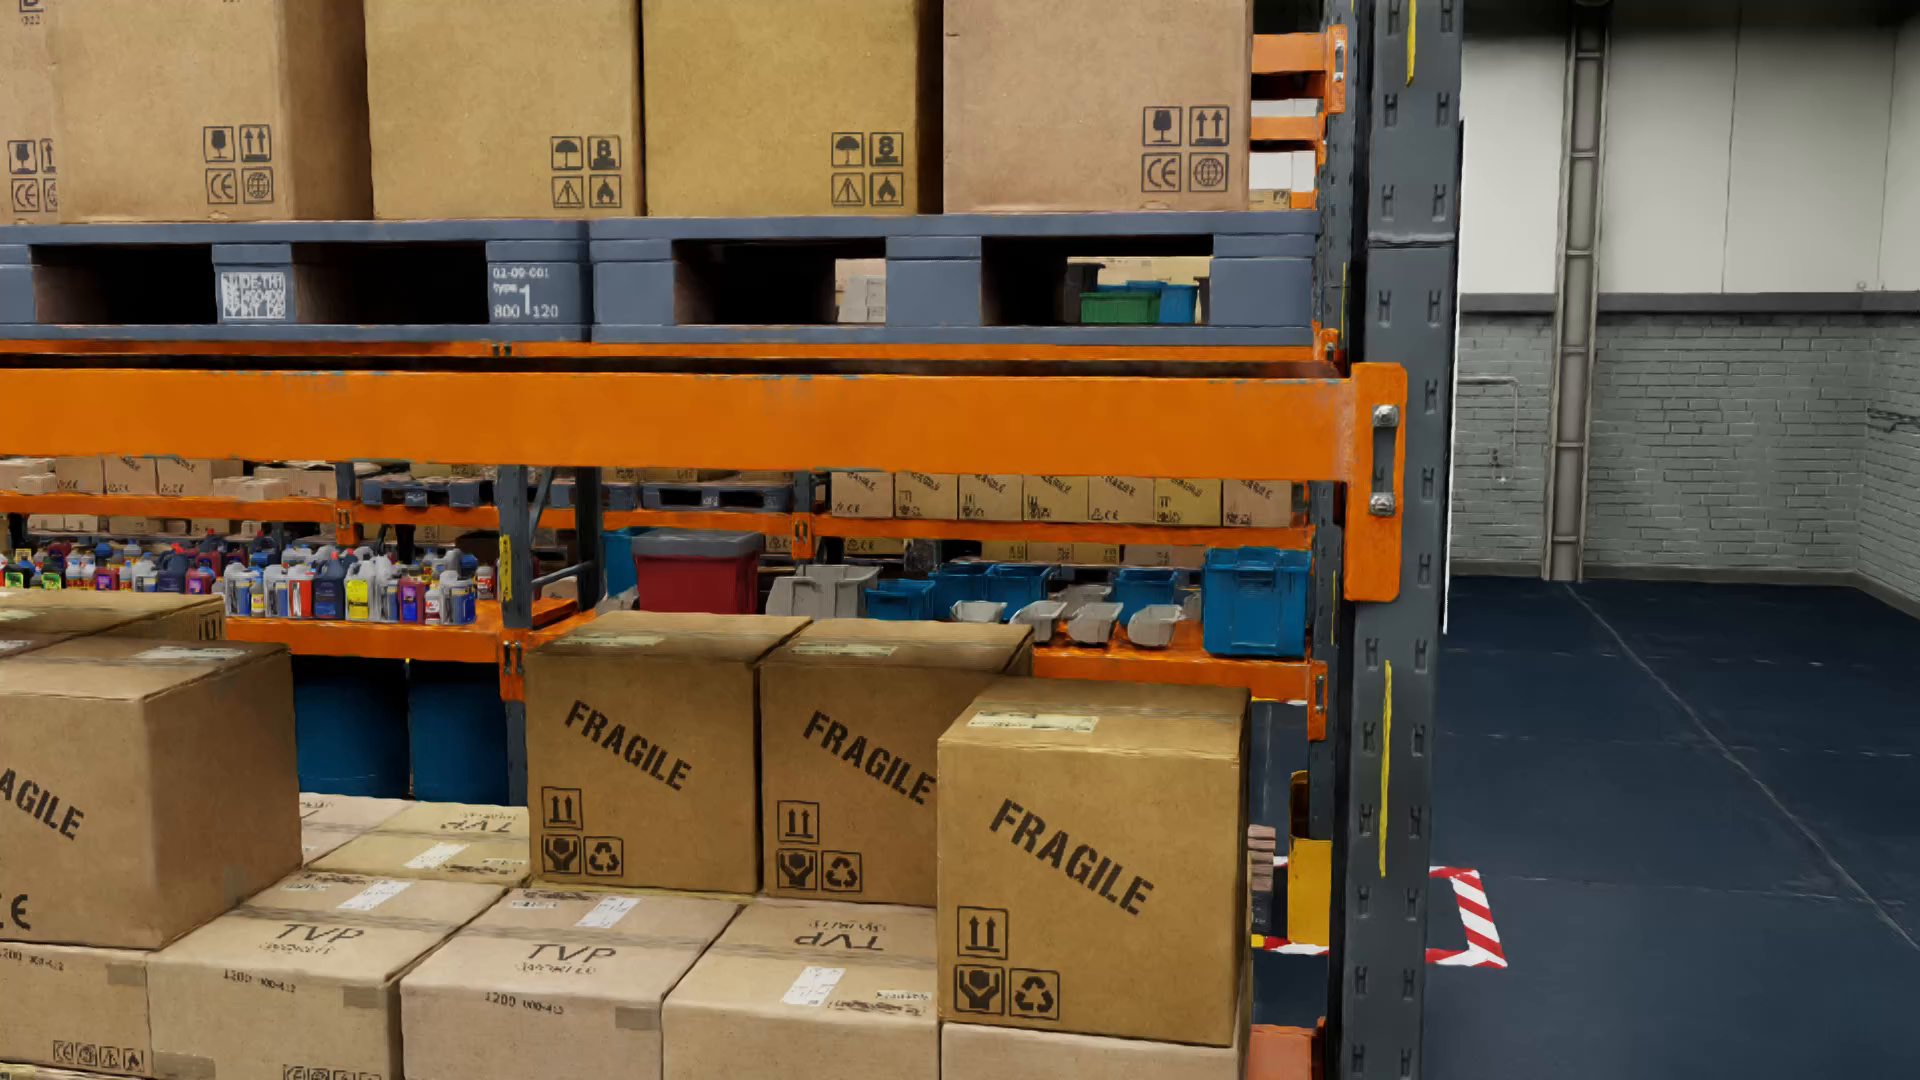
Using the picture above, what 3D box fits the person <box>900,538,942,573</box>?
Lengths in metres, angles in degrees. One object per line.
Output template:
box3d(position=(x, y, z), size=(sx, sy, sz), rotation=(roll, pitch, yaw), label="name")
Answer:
box3d(position=(-0.472, -0.104, 15.420), size=(0.771, 1.767, 0.554), rotation=(2, 8, 15), label="person")
